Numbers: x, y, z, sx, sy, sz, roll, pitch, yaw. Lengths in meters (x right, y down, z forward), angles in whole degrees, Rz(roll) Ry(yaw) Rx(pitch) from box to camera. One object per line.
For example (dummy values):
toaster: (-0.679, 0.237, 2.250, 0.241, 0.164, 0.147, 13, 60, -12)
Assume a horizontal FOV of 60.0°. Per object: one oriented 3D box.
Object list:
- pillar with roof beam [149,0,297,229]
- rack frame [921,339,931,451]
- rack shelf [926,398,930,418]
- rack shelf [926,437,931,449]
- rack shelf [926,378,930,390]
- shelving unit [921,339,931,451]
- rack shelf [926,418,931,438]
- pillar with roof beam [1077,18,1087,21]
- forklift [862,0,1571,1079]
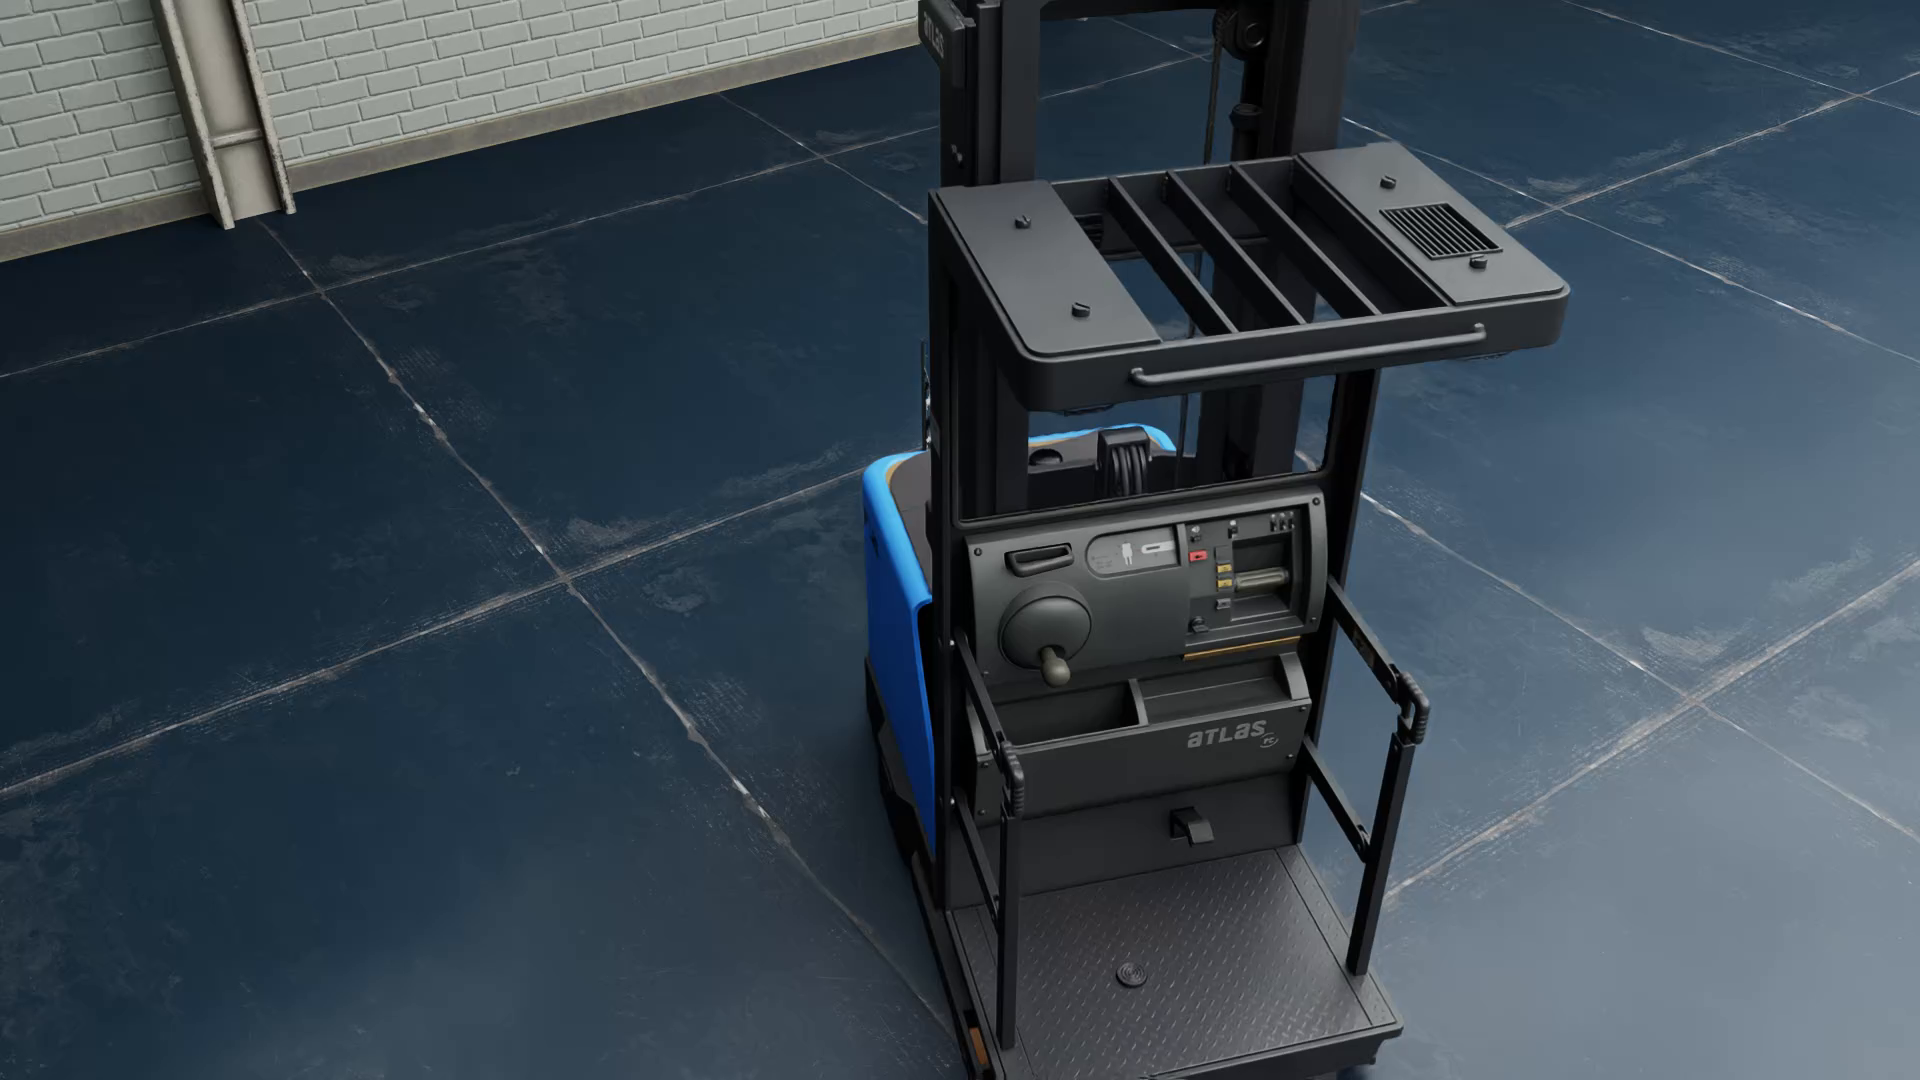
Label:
pillar with roof beam: (-1.479, -3.439, 3.825, 0.400, 9.000, 9.100, -22, 41, -28)
rack frame: (-0.076, -0.334, 6.443, 0.006, 0.900, 0.240, -22, 41, -28)
rack shelf: (0.007, -0.487, 6.405, 0.200, 0.077, 0.258, -22, 41, -28)
rack shelf: (0.007, -0.341, 6.511, 0.200, 0.077, 0.258, -22, 41, -28)
rack shelf: (0.007, -0.560, 6.353, 0.200, 0.077, 0.258, -22, 41, -28)
shelving unit: (0.007, -0.368, 6.491, 0.210, 0.900, 0.258, -22, 41, -28)
rack shelf: (0.007, -0.414, 6.458, 0.200, 0.077, 0.258, -22, 41, -28)
pillar with roof beam: (3.425, -5.458, 6.631, 0.400, 9.000, 9.100, -22, 41, -28)
forklift: (0.531, 0.185, 3.982, 1.130, 2.935, 3.031, -8, 37, -11)
